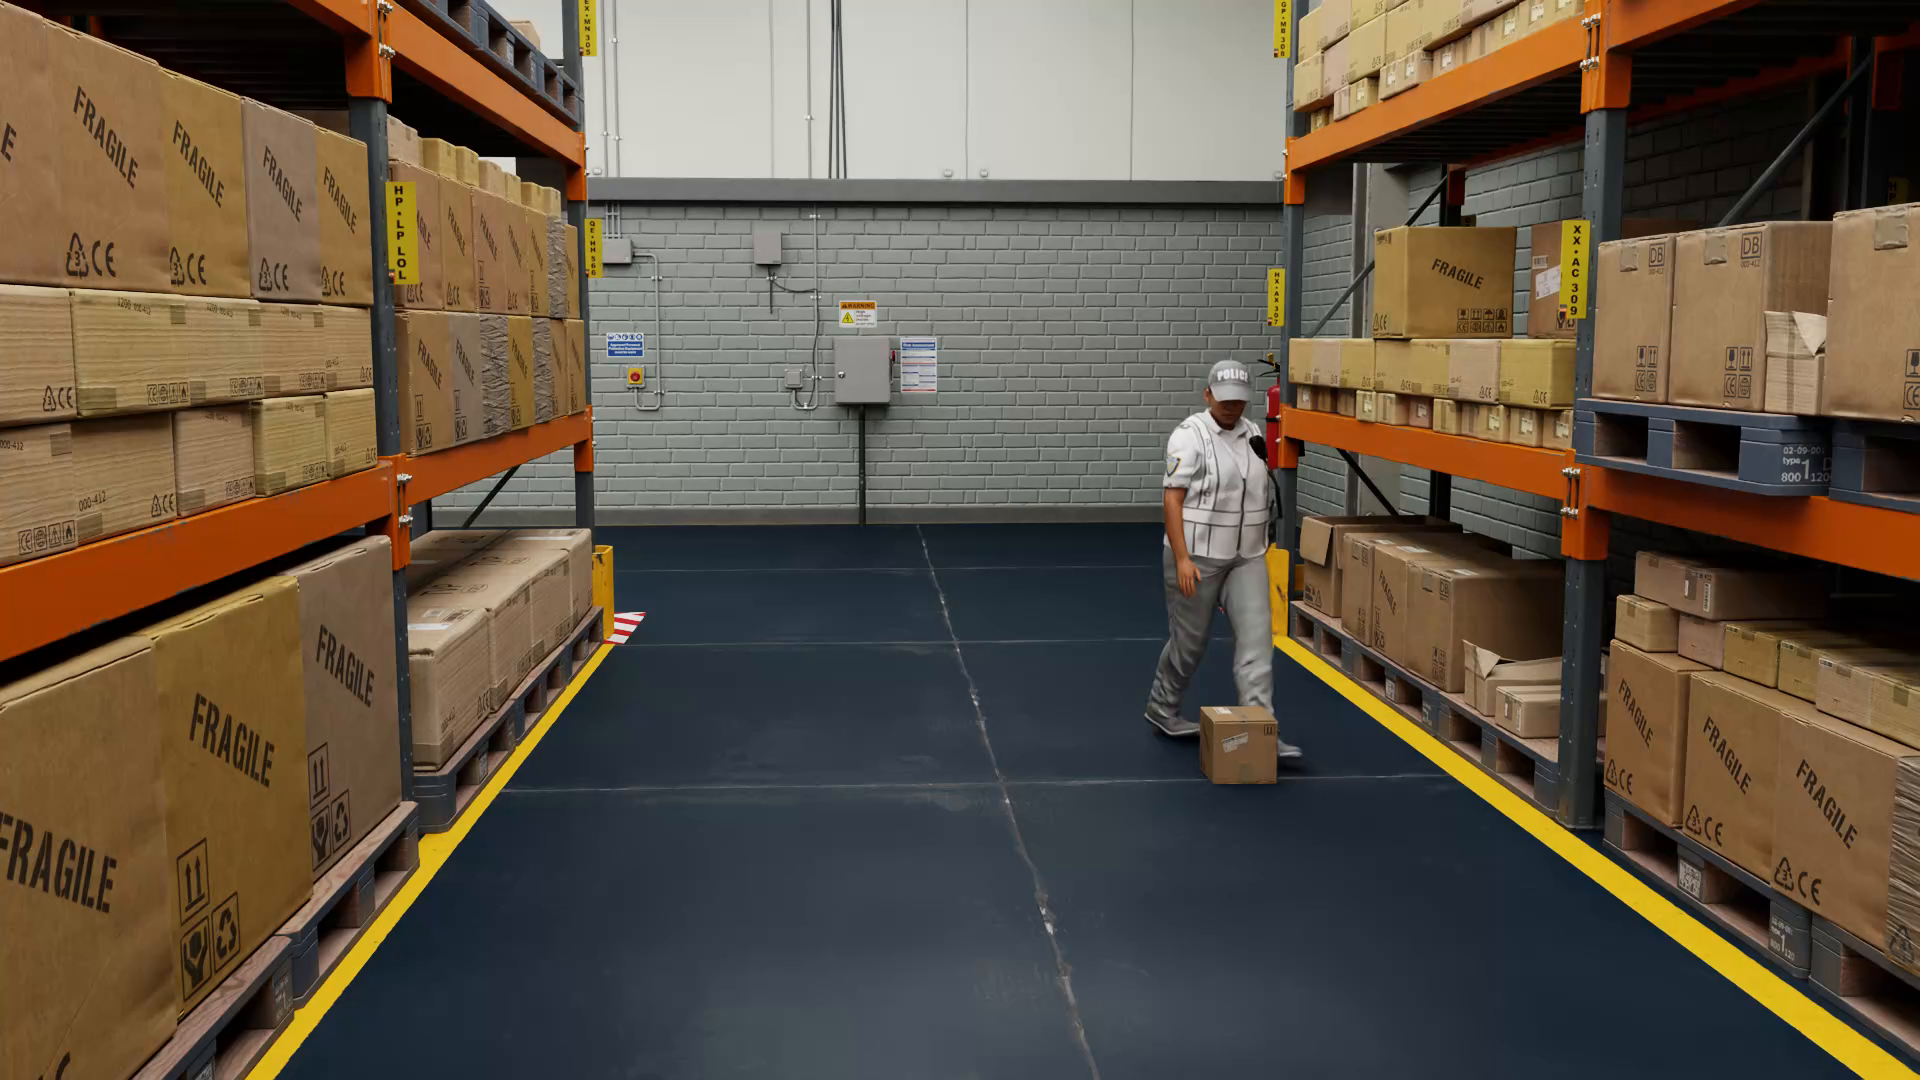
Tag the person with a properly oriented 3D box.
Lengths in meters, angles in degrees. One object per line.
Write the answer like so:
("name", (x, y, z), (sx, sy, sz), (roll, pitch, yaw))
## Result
("person", (1.086, 0.070, 6.816), (0.502, 1.611, 0.913), (-3, 8, -22))
